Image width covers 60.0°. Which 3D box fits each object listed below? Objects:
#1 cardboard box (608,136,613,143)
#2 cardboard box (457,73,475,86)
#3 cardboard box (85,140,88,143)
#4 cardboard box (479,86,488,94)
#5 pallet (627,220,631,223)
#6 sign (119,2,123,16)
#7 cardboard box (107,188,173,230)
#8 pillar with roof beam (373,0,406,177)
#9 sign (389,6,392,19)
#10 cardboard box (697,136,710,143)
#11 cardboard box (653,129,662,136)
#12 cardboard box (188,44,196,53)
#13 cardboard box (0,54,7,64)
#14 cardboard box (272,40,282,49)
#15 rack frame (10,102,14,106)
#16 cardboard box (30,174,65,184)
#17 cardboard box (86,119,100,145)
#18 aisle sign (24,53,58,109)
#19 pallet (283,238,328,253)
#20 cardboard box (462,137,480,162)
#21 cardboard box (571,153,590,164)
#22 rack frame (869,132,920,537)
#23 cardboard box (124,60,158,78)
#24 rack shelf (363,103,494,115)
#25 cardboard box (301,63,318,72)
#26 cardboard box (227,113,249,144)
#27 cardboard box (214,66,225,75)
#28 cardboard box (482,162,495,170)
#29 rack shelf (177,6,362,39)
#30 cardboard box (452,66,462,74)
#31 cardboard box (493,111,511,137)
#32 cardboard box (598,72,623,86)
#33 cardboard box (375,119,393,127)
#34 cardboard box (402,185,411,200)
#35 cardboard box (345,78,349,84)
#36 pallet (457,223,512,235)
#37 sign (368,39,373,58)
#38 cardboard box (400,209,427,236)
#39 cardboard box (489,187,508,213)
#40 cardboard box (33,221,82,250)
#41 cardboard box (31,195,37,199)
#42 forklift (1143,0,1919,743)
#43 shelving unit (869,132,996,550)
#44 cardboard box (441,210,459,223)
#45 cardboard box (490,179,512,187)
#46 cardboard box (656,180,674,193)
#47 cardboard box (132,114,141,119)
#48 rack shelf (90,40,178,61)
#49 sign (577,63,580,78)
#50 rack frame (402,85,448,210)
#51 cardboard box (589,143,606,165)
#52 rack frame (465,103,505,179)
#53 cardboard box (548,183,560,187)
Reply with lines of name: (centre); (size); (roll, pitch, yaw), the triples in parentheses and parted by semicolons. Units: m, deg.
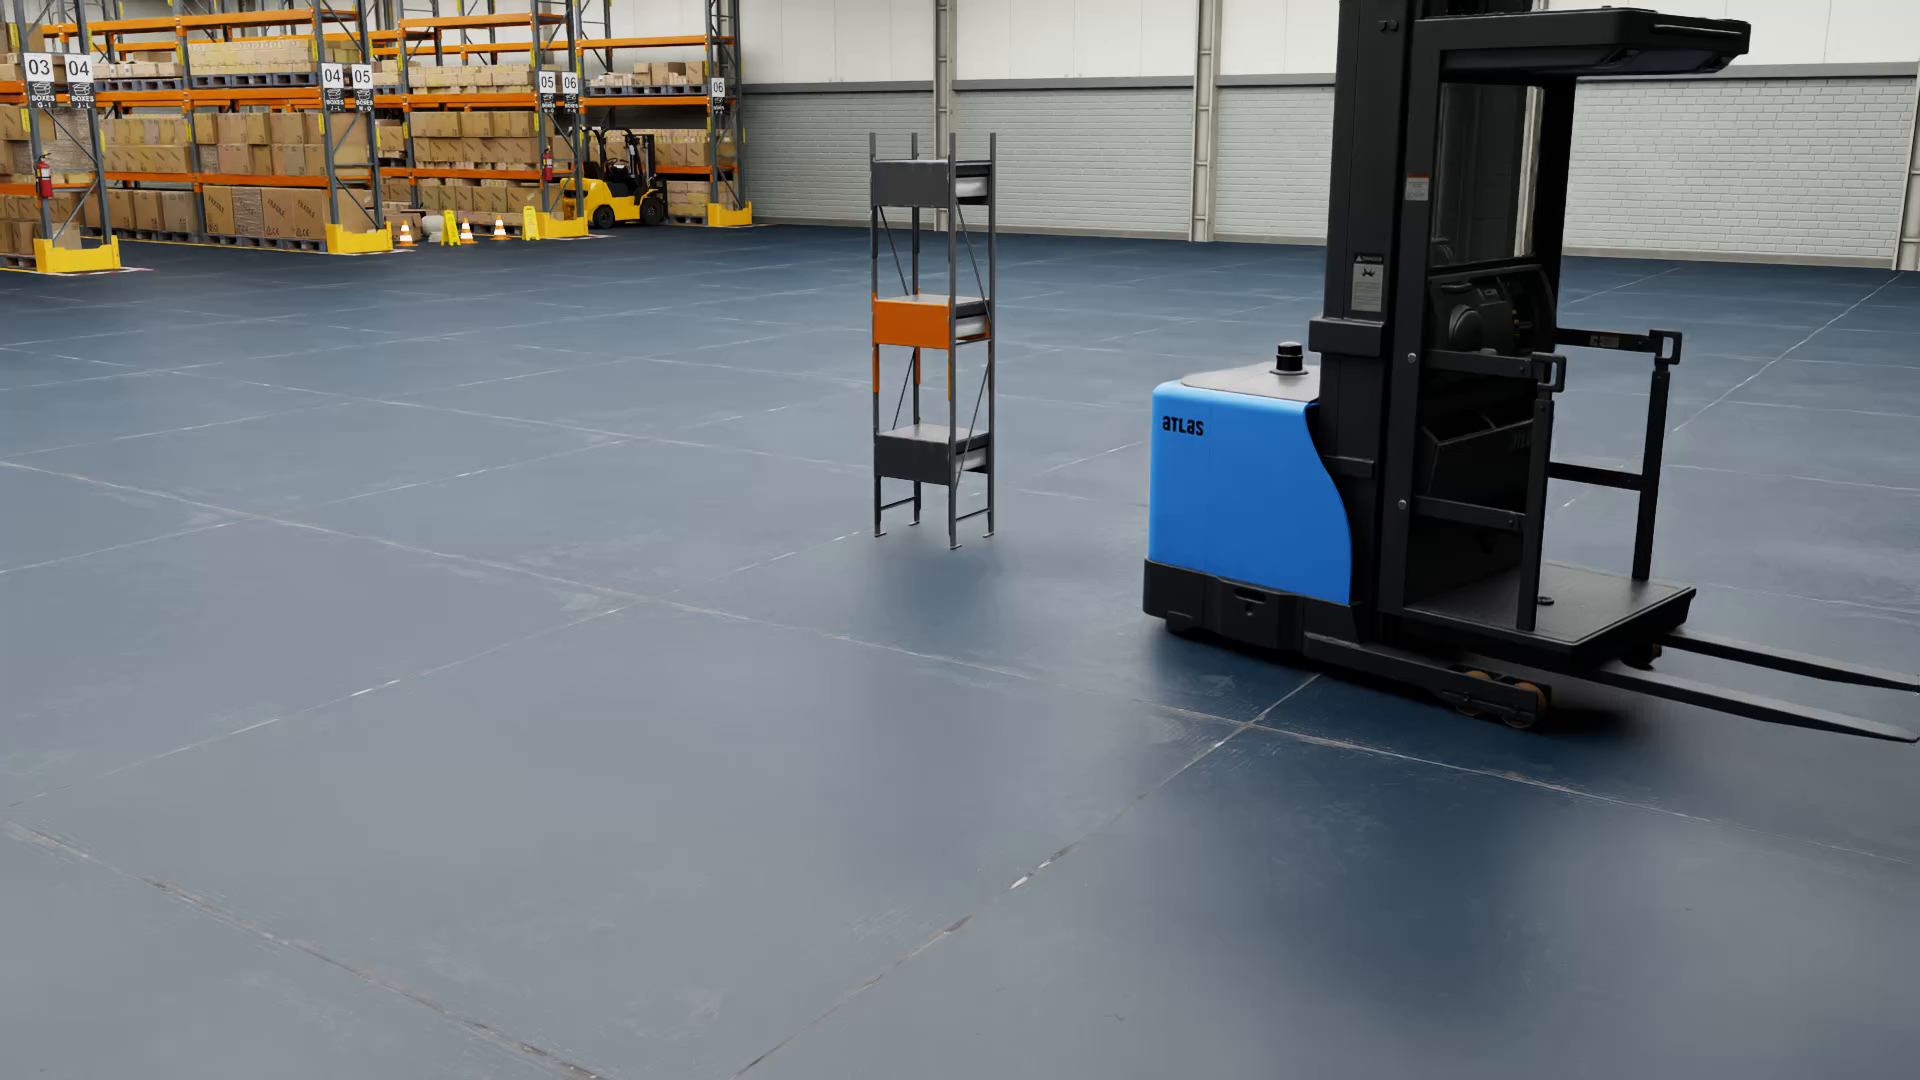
cardboard box: (-7.966, -9.316, 38.657); (0.250, 0.149, 0.380); (9, 17, 33)
cardboard box: (-9.825, -9.331, 33.726); (0.500, 0.250, 0.500); (9, 17, 33)
cardboard box: (-17.575, -8.129, 33.831); (0.250, 0.149, 0.380); (9, 17, 33)
cardboard box: (-9.479, -9.089, 33.576); (0.250, 0.149, 0.380); (9, 16, 31)
pallet: (-7.895, -7.643, 39.259); (1.213, 0.211, 1.003); (9, 17, 33)
sign: (-20.941, -13.241, 41.477); (0.005, 0.325, 0.100); (9, 17, 33)
cardboard box: (-16.114, -6.553, 32.861); (0.750, 0.750, 1.050); (9, 17, 34)
pillar with roof beam: (-17.647, -12.511, 40.638); (0.400, 9.000, 9.100); (9, 17, 33)
sign: (-14.865, -13.738, 43.321); (0.005, 0.325, 0.100); (9, 17, 33)
cardboard box: (-5.656, -8.929, 37.094); (0.250, 0.149, 0.380); (9, 17, 34)
cardboard box: (-6.742, -9.240, 37.731); (0.250, 0.149, 0.380); (10, 17, 34)
cardboard box: (-13.865, -8.978, 30.387); (0.250, 0.149, 0.380); (9, 17, 33)
cardboard box: (-14.354, -7.234, 25.044); (0.250, 0.149, 0.380); (8, 16, 30)
cardboard box: (-11.762, -8.638, 29.015); (0.250, 0.149, 0.380); (10, 17, 34)
rack frame: (-20.616, -8.194, 35.681); (0.127, 3.000, 1.000); (9, 17, 33)
cardboard box: (-13.862, -5.484, 25.258); (0.250, 0.149, 0.380); (9, 17, 33)
cardboard box: (-16.930, -8.129, 33.131); (0.500, 0.500, 0.700); (9, 17, 33)
aisle sign: (-13.626, -6.803, 24.652); (0.004, 0.787, 0.394); (9, 17, 33)
pallet: (-11.365, -5.323, 29.885); (1.213, 0.211, 1.003); (9, 17, 33)
cardboard box: (-9.820, -8.003, 34.085); (0.500, 0.500, 0.500); (9, 17, 33)
cardboard box: (-9.096, -9.054, 39.469); (0.500, 0.250, 0.500); (10, 17, 34)
rack frame: (-0.340, -1.074, 8.793); (0.015, 2.100, 0.400); (9, 17, 33)
cardboard box: (-15.555, -8.977, 31.707); (0.500, 0.311, 0.500); (8, 16, 31)
rack shelf: (-13.510, -11.023, 42.365); (4.000, 0.370, 1.077); (9, 17, 33)
cardboard box: (-11.123, -8.148, 28.694); (0.250, 0.149, 0.380); (9, 17, 33)
cardboard box: (-12.798, -7.511, 30.364); (0.550, 0.550, 0.875); (9, 17, 33)
cardboard box: (-13.235, -8.489, 30.072); (0.250, 0.149, 0.380); (9, 16, 32)
cardboard box: (-9.510, -7.628, 33.919); (0.250, 0.149, 0.380); (9, 17, 32)
rack shelf: (-12.318, -9.222, 29.677); (4.000, 0.370, 1.077); (9, 17, 33)
cardboard box: (-10.108, -9.572, 33.868); (0.250, 0.149, 0.380); (9, 16, 32)
cardboard box: (-8.941, -8.358, 33.435); (0.500, 0.500, 0.700); (9, 17, 33)
cardboard box: (-7.977, -10.617, 38.330); (0.500, 0.311, 0.500); (10, 17, 34)
cardboard box: (-12.387, -8.940, 35.644); (0.250, 0.149, 0.380); (9, 16, 31)
cardboard box: (-14.035, -8.928, 42.975); (0.500, 0.500, 0.500); (9, 16, 31)
cardboard box: (-13.336, -9.965, 36.380); (0.637, 0.503, 0.797); (9, 17, 33)
pallet: (-9.705, -6.521, 34.728); (1.213, 0.211, 1.003); (9, 17, 33)
sign: (-10.344, -8.613, 29.149); (0.005, 0.325, 0.100); (9, 17, 33)
cardboard box: (-11.169, -6.494, 34.012); (0.500, 0.500, 0.500); (-4, 14, -16)
cardboard box: (-9.225, -6.943, 33.916); (0.500, 0.500, 0.500); (10, 17, 35)
cardboard box: (-14.019, -4.687, 25.841); (0.500, 0.500, 0.500); (13, 19, 43)
cardboard box: (-18.848, -7.188, 34.386); (0.500, 0.250, 0.500); (10, 17, 34)
forklift: (2.201, -0.877, 6.265); (3.031, 2.935, 1.130); (13, 19, 43)
shelving unit: (-0.137, -1.041, 8.661); (0.503, 2.100, 0.431); (9, 17, 33)
cardboard box: (-10.511, -6.788, 34.852); (0.500, 0.250, 0.500); (10, 17, 36)
cardboard box: (-9.339, -7.259, 33.841); (0.250, 0.149, 0.380); (10, 17, 34)
cardboard box: (-6.620, -8.062, 37.917); (0.500, 0.250, 0.500); (9, 17, 34)
cardboard box: (-19.853, -10.260, 40.390); (0.250, 0.149, 0.380); (9, 16, 31)
rack shelf: (-19.596, -11.831, 40.220); (4.000, 0.370, 1.077); (9, 17, 33)
sign: (-8.826, -10.862, 38.486); (0.005, 0.325, 0.100); (9, 17, 33)
rack frame: (-11.299, -8.121, 35.389); (0.127, 3.000, 1.000); (9, 17, 33)
cardboard box: (-8.309, -9.049, 38.926); (0.500, 0.500, 0.500); (9, 16, 31)
rack frame: (-11.851, -9.648, 41.556); (0.127, 3.000, 1.000); (9, 17, 33)
cardboard box: (-9.610, -8.336, 40.324); (0.625, 0.625, 0.875); (9, 17, 32)
